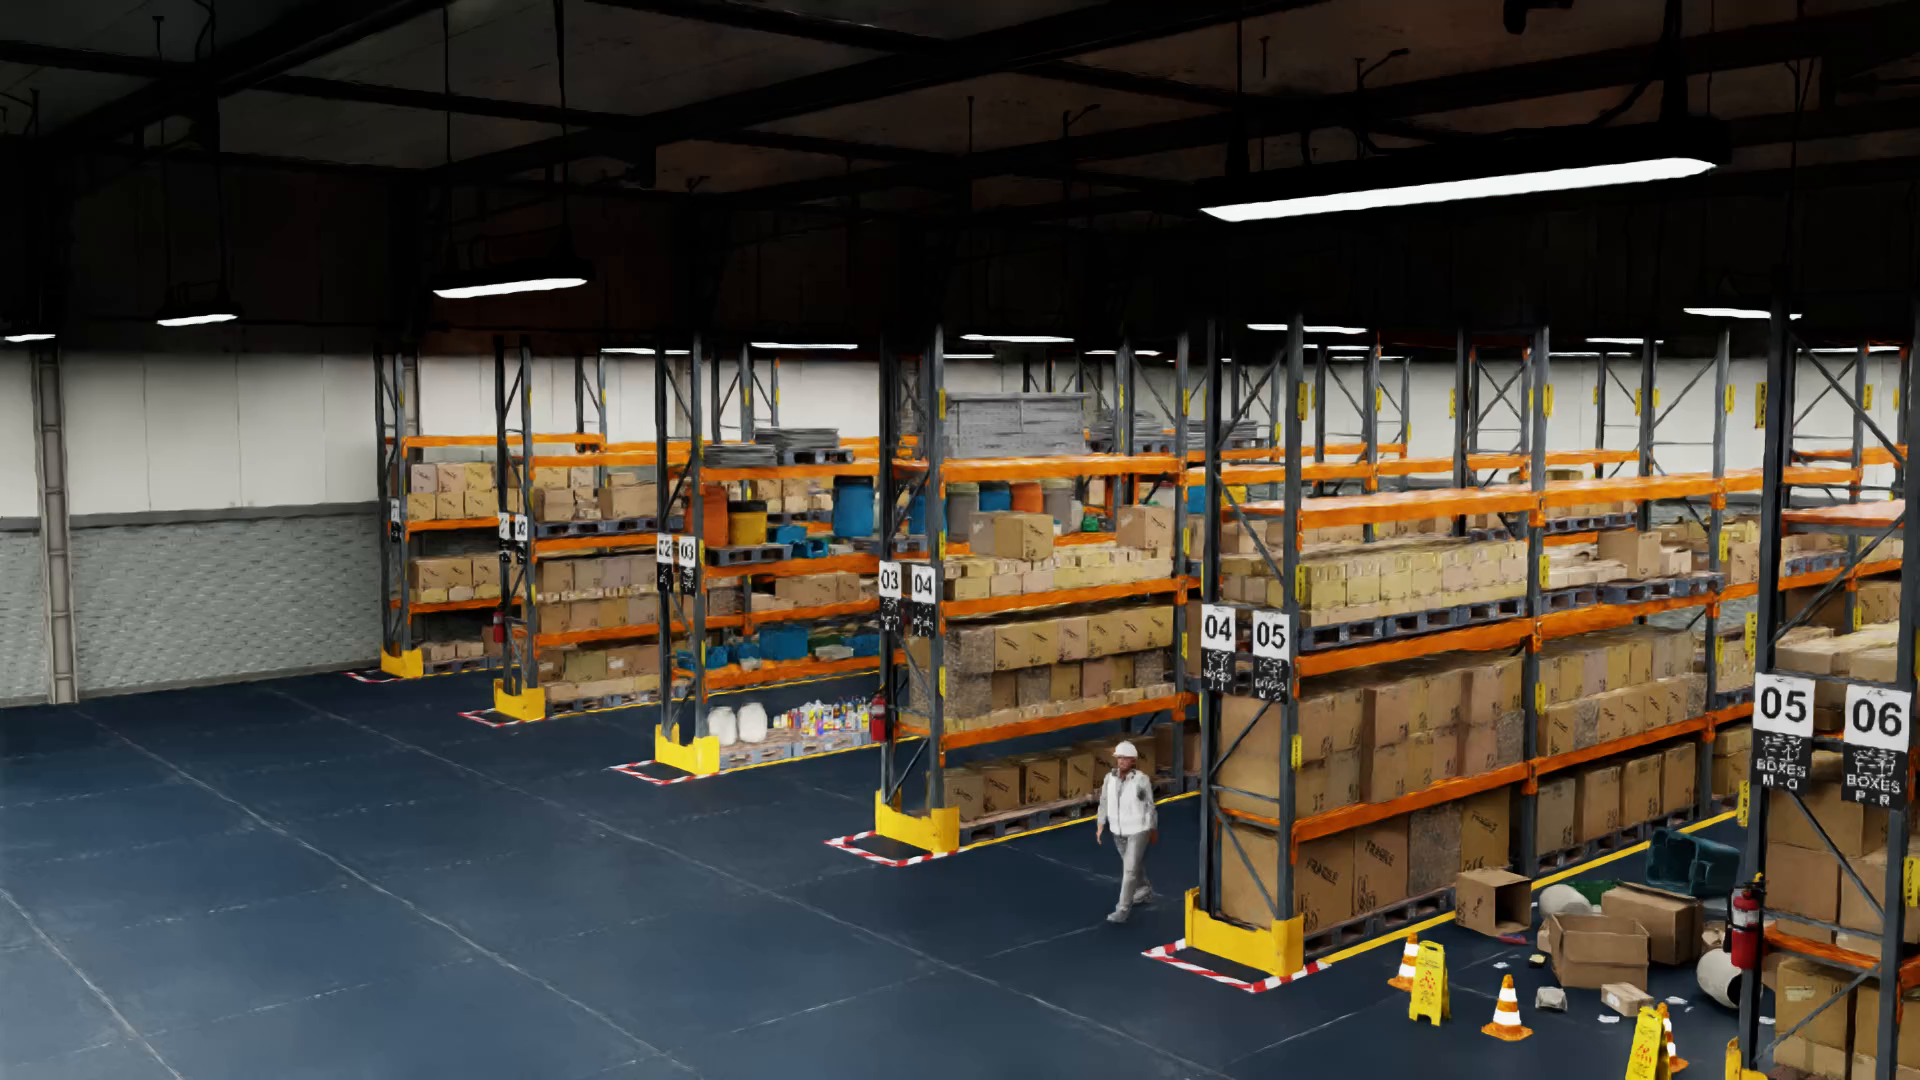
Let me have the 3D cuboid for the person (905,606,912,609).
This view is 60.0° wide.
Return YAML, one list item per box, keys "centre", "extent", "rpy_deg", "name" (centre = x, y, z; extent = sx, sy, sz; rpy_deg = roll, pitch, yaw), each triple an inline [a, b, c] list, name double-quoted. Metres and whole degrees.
- centre: [-0.904, 1.232, 33.878]
  extent: [0.542, 1.715, 0.682]
  rpy_deg: [-5, 7, -42]
  name: "person"

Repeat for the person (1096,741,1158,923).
- centre: [1.628, 2.814, 16.313]
  extent: [0.536, 1.705, 1.029]
  rpy_deg: [5, 7, 41]
  name: "person"
